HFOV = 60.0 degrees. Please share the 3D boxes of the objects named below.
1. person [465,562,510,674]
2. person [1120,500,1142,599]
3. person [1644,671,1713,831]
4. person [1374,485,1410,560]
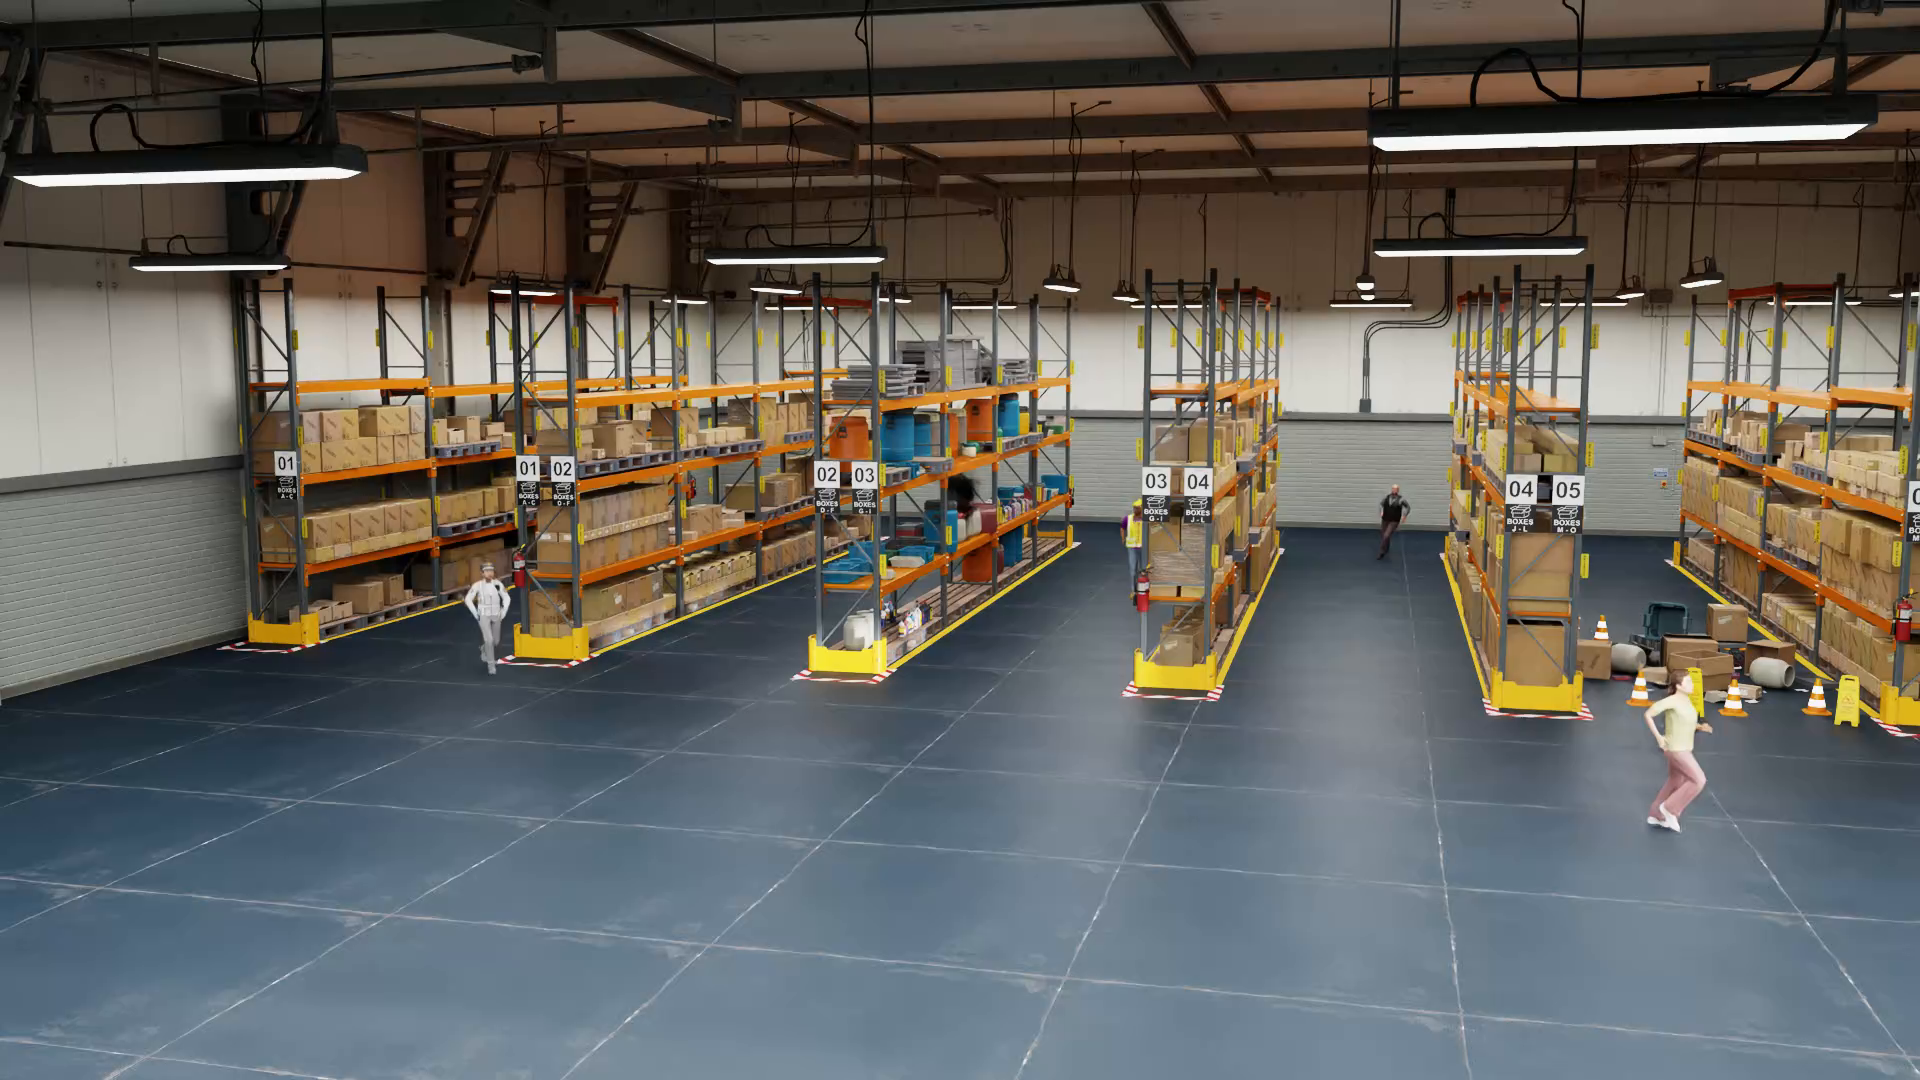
[{"bbox_3d":[-7.179,1.164,25.311,0.665,1.690,0.715,-5,8,-35],"label":"person"},{"bbox_3d":[3.273,0.166,30.670,0.701,1.801,0.777,2,7,15],"label":"person"},{"bbox_3d":[7.348,2.145,16.946,0.597,1.637,0.564,6,9,42],"label":"person"},{"bbox_3d":[9.875,-0.418,38.123,0.733,1.705,0.946,6,9,39],"label":"person"}]
